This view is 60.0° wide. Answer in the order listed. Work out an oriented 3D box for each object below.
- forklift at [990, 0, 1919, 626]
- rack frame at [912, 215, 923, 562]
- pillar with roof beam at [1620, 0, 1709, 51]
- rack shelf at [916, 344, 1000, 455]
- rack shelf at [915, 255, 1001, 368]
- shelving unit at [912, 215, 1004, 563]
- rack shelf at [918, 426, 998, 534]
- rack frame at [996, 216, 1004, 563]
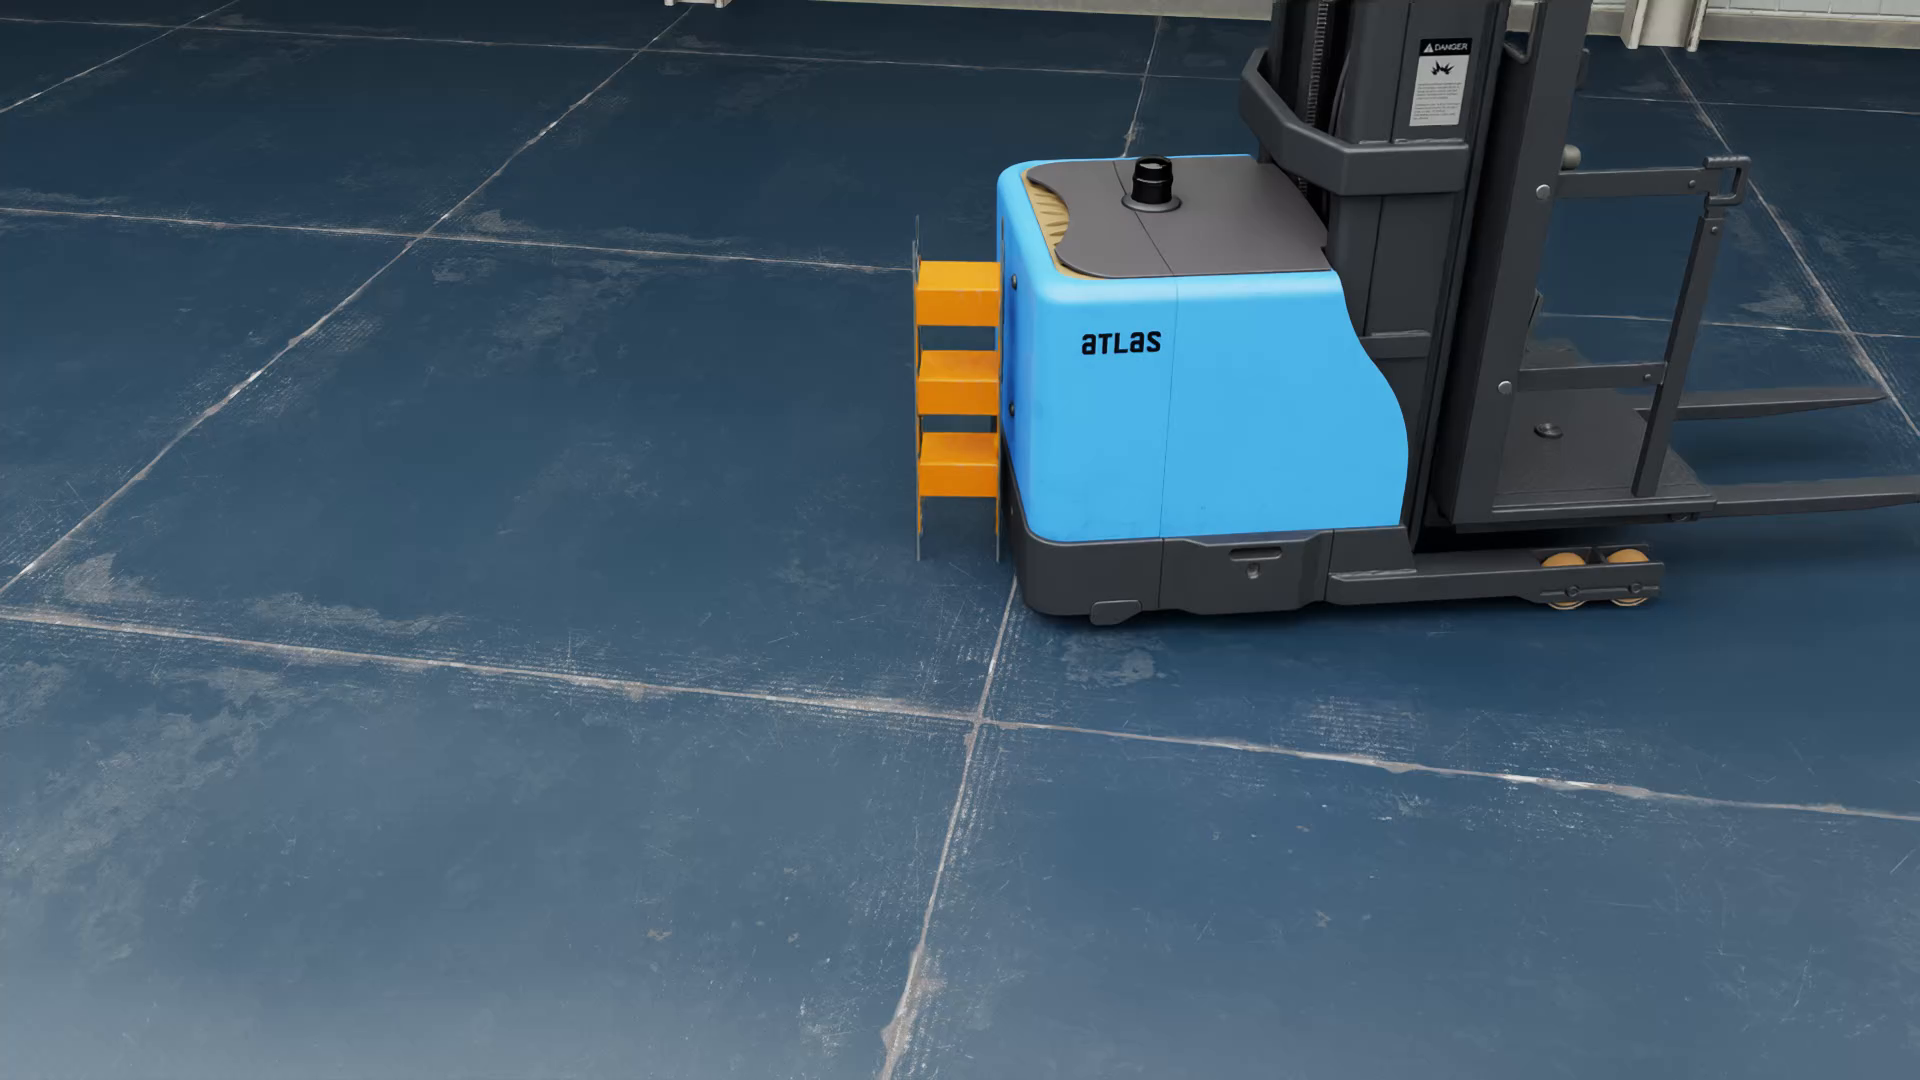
[{"bbox_3d":[1.650,-1.314,4.586,3.031,2.935,1.130,-3,32,-5],"label":"forklift"},{"bbox_3d":[-0.124,-0.430,4.948,0.008,1.050,0.200,1,32,2],"label":"rack frame"},{"bbox_3d":[3.491,-4.568,4.066,0.400,9.000,9.100,5,32,8],"label":"pillar with roof beam"},{"bbox_3d":[-0.003,-0.419,4.950,0.240,0.259,0.215,1,32,2],"label":"rack shelf"},{"bbox_3d":[-0.003,-0.660,4.799,0.240,0.259,0.215,1,32,2],"label":"rack shelf"},{"bbox_3d":[-0.003,-0.428,4.944,0.252,1.050,0.215,1,32,2],"label":"shelving unit"},{"bbox_3d":[-0.003,-0.184,5.097,0.240,0.259,0.215,1,32,2],"label":"rack shelf"},{"bbox_3d":[0.119,-0.426,4.941,0.008,1.050,0.200,1,32,2],"label":"rack frame"}]
